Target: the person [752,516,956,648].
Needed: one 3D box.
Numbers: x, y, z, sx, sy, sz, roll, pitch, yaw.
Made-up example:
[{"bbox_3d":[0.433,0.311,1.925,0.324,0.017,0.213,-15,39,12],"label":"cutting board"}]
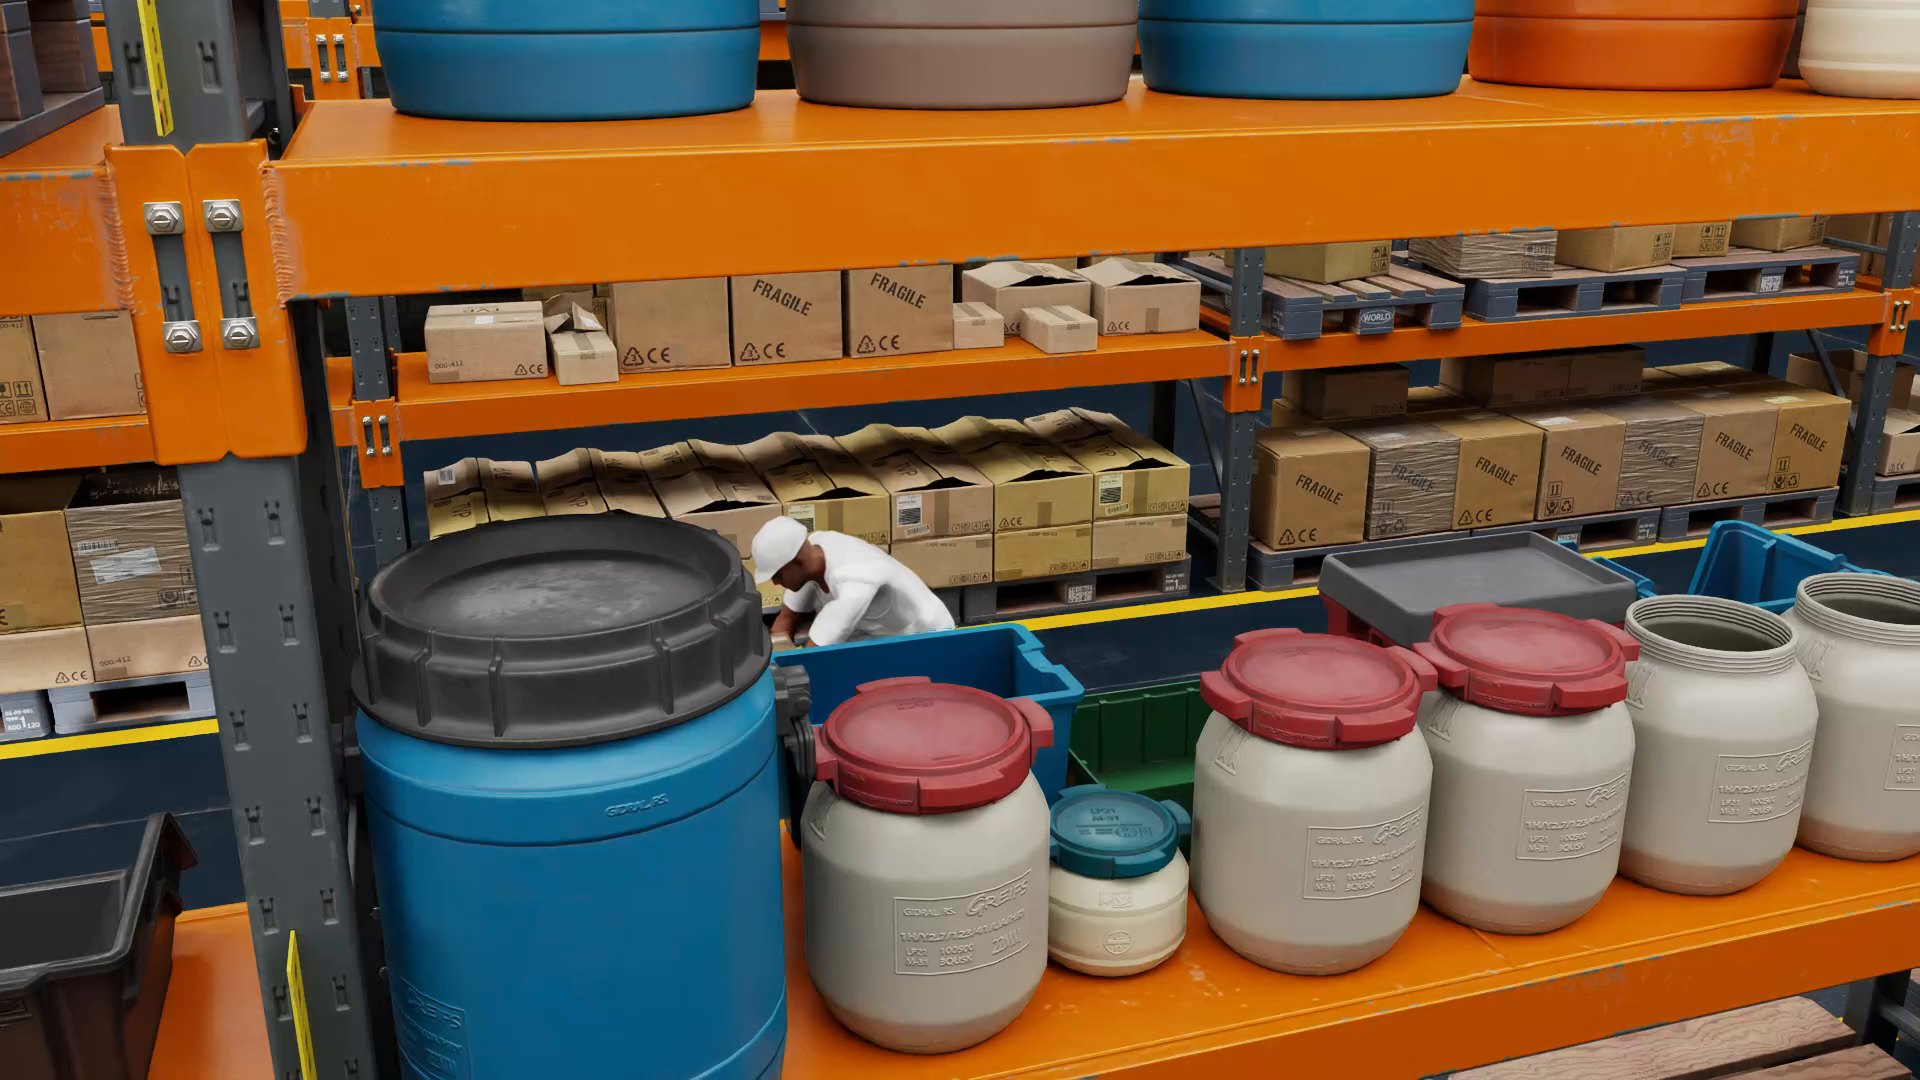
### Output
[{"bbox_3d":[-0.458,0.354,6.683,0.904,1.007,0.551,-7,20,-18],"label":"person"}]
